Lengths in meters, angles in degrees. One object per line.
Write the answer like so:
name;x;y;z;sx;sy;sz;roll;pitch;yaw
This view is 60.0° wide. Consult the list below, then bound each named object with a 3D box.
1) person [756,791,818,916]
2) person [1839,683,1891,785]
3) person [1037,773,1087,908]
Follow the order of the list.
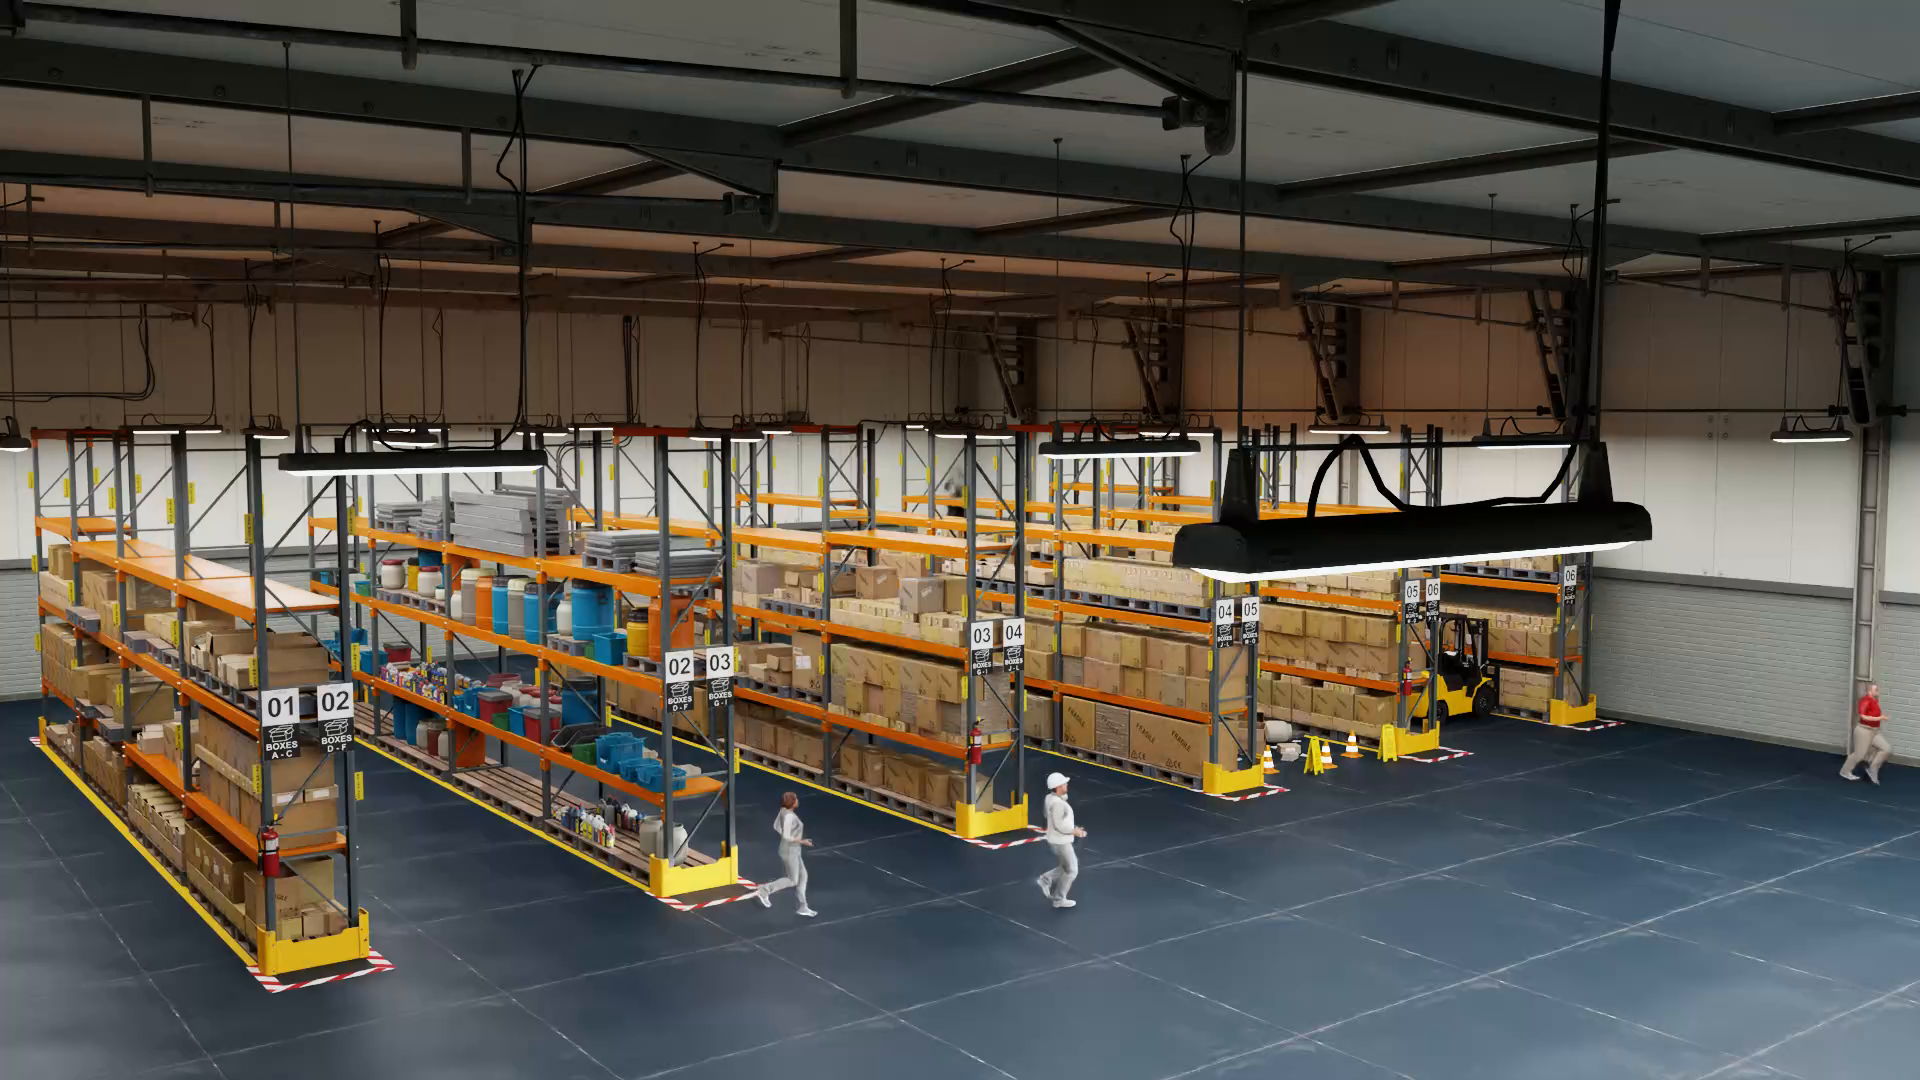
person;-2.173;3.925;20.764;0.772;1.592;0.541;-1;5;-10
person;15.306;3.288;28.095;0.641;1.759;0.790;-4;6;-41
person;1.287;3.807;21.142;0.603;1.723;0.656;0;4;-4
